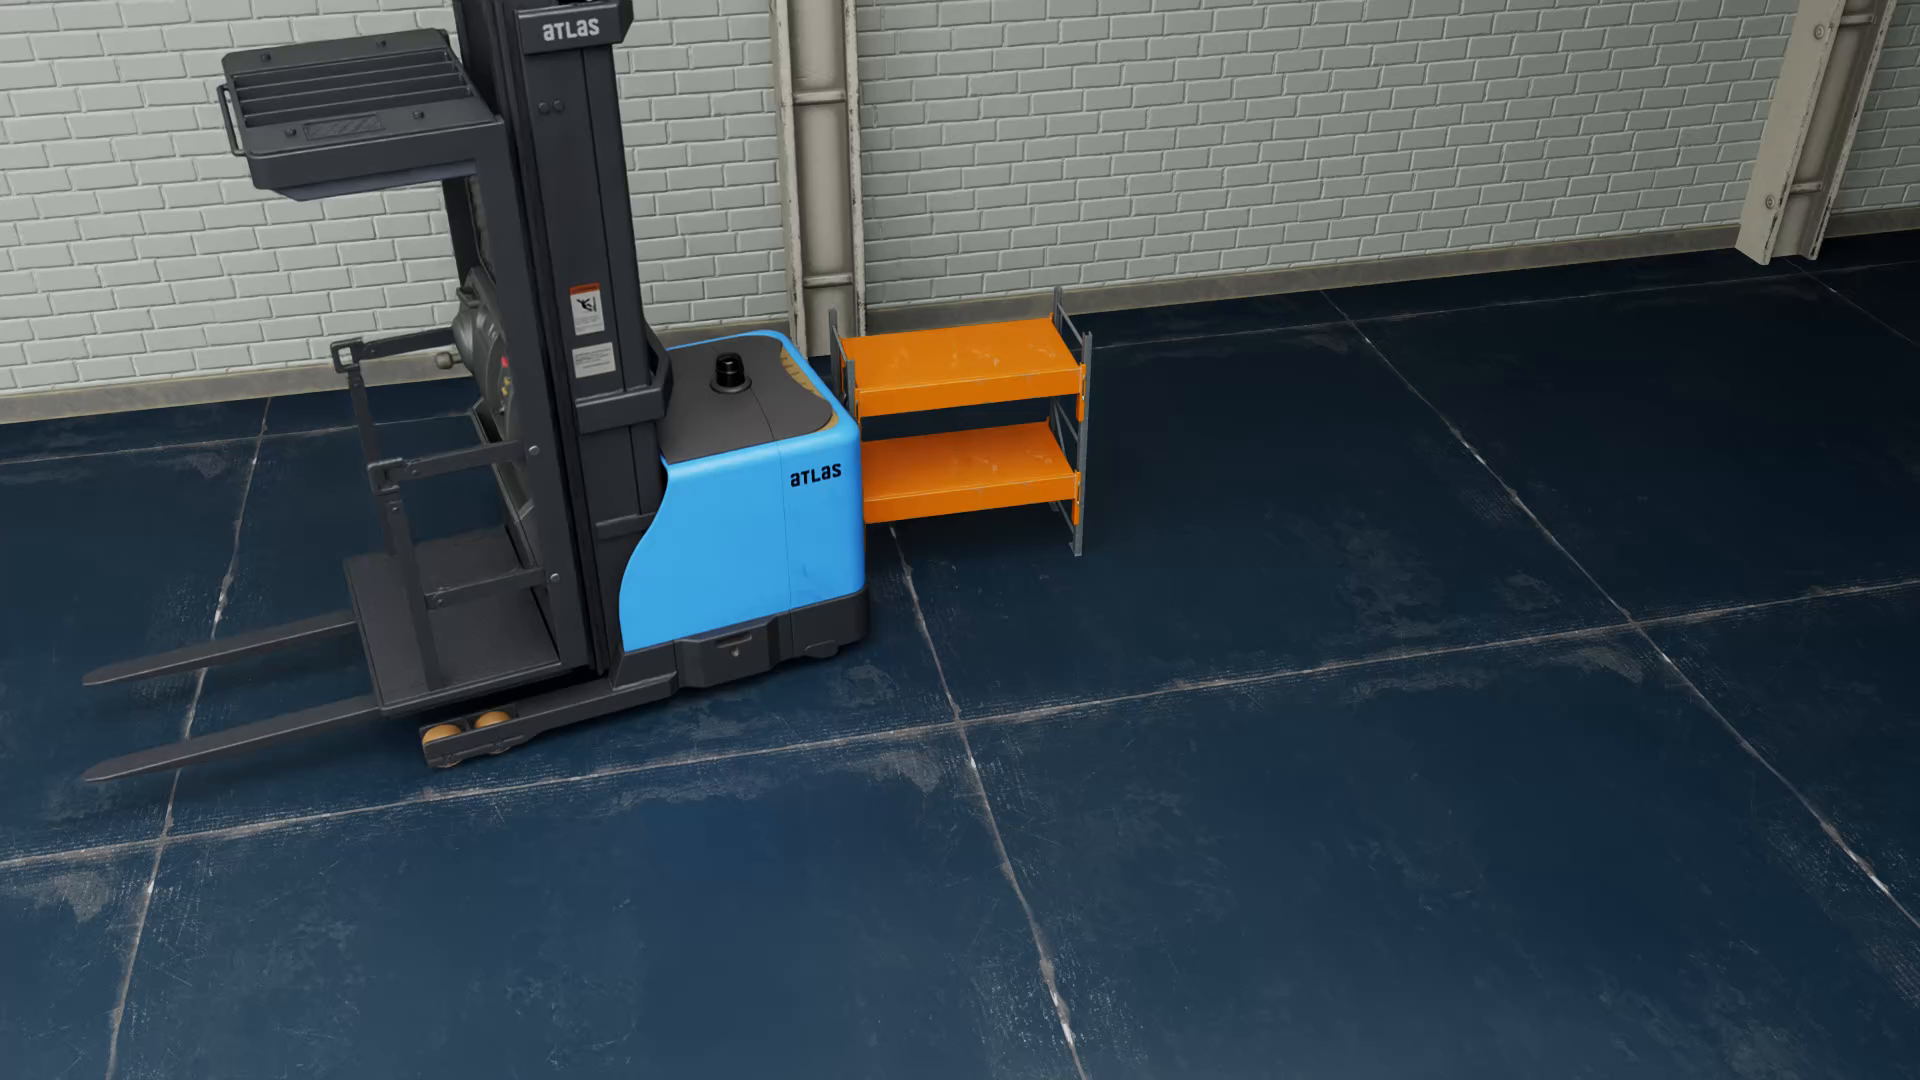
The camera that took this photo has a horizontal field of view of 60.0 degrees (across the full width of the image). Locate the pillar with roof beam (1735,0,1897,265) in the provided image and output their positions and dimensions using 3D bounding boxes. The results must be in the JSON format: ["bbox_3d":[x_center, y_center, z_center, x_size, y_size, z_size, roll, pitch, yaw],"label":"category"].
[{"bbox_3d":[6.065,-3.205,4.451,0.400,9.000,9.100,-7,35,-11],"label":"pillar with roof beam"}]

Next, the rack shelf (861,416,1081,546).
[{"bbox_3d":[-0.007,-0.263,7.572,1.000,0.278,0.538,-7,35,-11],"label":"rack shelf"}]

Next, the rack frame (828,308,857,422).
[{"bbox_3d":[-0.502,-0.404,7.342,0.032,1.125,0.500,-7,35,-11],"label":"rack frame"}]

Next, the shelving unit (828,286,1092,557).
[{"bbox_3d":[-0.007,-0.466,7.435,1.048,1.125,0.538,-7,35,-11],"label":"shelving unit"}]

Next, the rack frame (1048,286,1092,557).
[{"bbox_3d":[0.489,-0.529,7.528,0.032,1.125,0.500,-7,35,-11],"label":"rack frame"}]

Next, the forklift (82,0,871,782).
[{"bbox_3d":[-1.940,-0.672,6.121,3.031,2.935,1.130,-14,36,-20],"label":"forklift"}]

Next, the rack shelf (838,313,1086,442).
[{"bbox_3d":[-0.007,-0.709,7.272,1.000,0.278,0.538,-7,35,-11],"label":"rack shelf"}]

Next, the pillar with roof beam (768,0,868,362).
[{"bbox_3d":[0.213,-2.468,3.352,0.400,9.000,9.100,-7,35,-11],"label":"pillar with roof beam"}]
